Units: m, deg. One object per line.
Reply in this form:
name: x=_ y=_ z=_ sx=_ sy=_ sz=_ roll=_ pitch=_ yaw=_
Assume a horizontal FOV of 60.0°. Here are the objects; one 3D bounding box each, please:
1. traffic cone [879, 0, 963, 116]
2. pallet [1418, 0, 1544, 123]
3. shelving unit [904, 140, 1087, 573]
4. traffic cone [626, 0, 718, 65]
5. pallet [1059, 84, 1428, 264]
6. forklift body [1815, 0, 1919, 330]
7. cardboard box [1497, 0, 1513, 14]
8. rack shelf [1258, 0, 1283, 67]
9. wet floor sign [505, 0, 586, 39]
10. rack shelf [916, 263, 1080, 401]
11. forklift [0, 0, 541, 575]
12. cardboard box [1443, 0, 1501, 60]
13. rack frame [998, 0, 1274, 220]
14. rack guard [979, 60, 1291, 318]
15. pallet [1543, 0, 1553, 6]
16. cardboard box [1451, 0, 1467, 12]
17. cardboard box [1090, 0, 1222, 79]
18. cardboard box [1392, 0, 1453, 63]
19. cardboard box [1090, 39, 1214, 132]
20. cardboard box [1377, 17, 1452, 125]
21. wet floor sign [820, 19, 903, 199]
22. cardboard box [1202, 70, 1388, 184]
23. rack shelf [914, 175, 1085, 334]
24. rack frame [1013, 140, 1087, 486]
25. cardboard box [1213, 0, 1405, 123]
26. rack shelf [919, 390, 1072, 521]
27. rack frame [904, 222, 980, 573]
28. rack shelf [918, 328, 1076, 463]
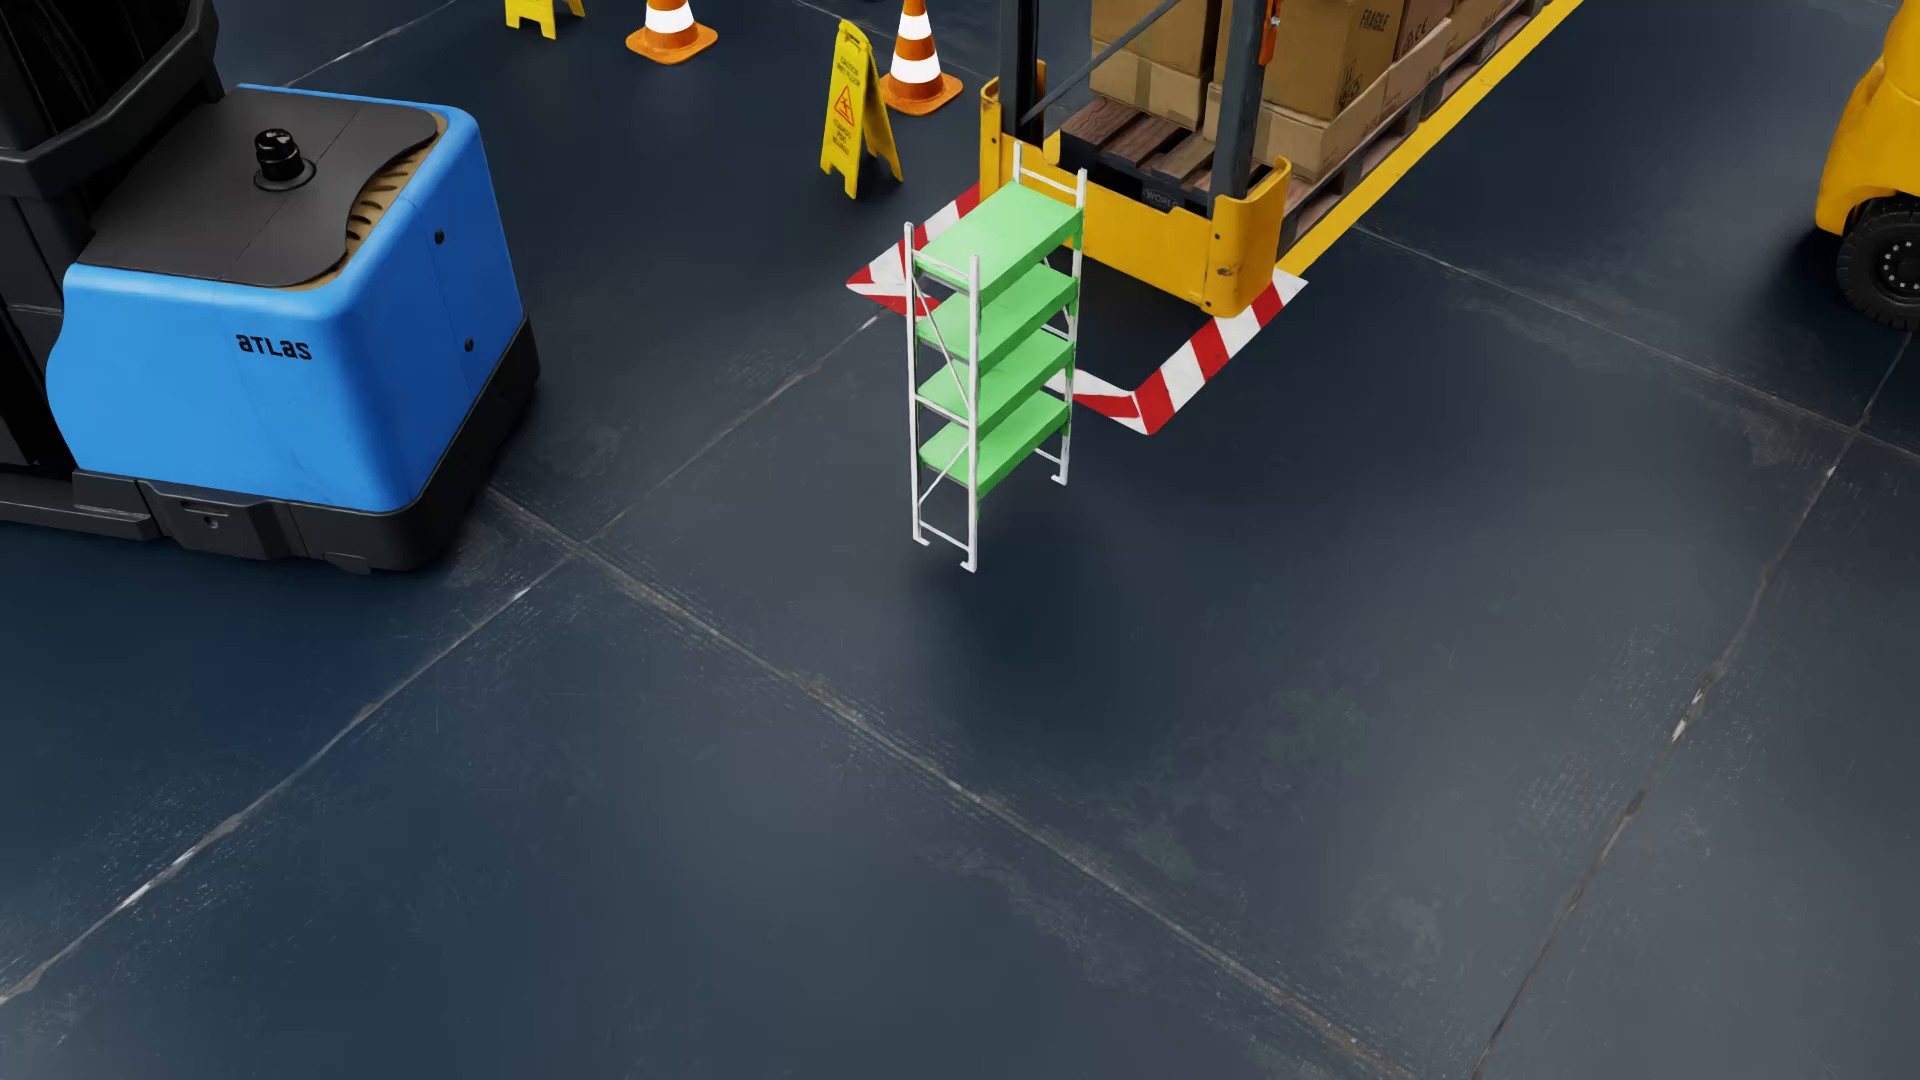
traffic cone: x=-0.187 y=-2.072 z=6.909 sx=0.336 sy=0.463 sz=0.334 roll=29 pitch=53 yaw=25
pallet: x=1.888 y=-2.357 z=7.355 sx=1.003 sy=0.211 sz=1.213 roll=29 pitch=53 yaw=25
shelving unit: x=0.101 y=-0.509 z=4.907 sx=0.258 sy=1.200 sz=0.503 roll=29 pitch=53 yaw=25
traffic cone: x=-1.274 y=-2.368 z=7.192 sx=0.336 sy=0.463 sz=0.334 roll=29 pitch=53 yaw=25
pallet: x=1.142 y=-1.662 z=6.691 sx=1.003 sy=0.211 sz=1.213 roll=29 pitch=53 yaw=25
forklift body: x=4.216 y=-1.538 z=5.232 sx=2.313 sy=2.155 sz=1.214 roll=29 pitch=53 yaw=25
cardboard box: x=2.235 y=-2.561 z=7.233 sx=0.500 sy=0.250 sz=0.500 roll=30 pitch=53 yaw=26
rack shelf: x=1.793 y=-3.028 z=6.566 sx=1.077 sy=0.370 sz=4.000 roll=29 pitch=53 yaw=25
wet floor sign: x=-1.859 y=-2.558 z=7.247 sx=0.267 sy=0.644 sz=0.232 roll=21 pitch=50 yaw=19
rack shelf: x=0.101 y=-0.631 z=4.779 sx=0.258 sy=0.148 sz=0.480 roll=29 pitch=53 yaw=25
forklift: x=-3.006 y=-1.438 z=4.596 sx=3.031 sy=2.935 sz=1.130 roll=8 pitch=47 yaw=8
cardboard box: x=1.924 y=-2.273 z=6.958 sx=0.500 sy=0.250 sz=0.500 roll=33 pitch=54 yaw=27
rack frame: x=0.571 y=-2.132 z=5.212 sx=1.000 sy=3.000 sz=0.127 roll=29 pitch=53 yaw=25
rack guard: x=0.617 y=-1.312 z=6.158 sx=1.175 sy=0.500 sz=0.348 roll=29 pitch=53 yaw=25
pallet: x=2.634 y=-3.058 z=8.025 sx=1.003 sy=0.211 sz=1.213 roll=29 pitch=53 yaw=25
cardboard box: x=1.926 y=-2.524 z=6.679 sx=0.500 sy=0.500 sz=0.500 roll=30 pitch=53 yaw=26
cardboard box: x=0.854 y=-2.160 z=6.332 sx=0.500 sy=0.500 sz=0.500 roll=30 pitch=53 yaw=25
cardboard box: x=1.613 y=-2.241 z=6.409 sx=0.500 sy=0.500 sz=0.500 roll=27 pitch=52 yaw=24
cardboard box: x=0.867 y=-1.923 z=6.623 sx=0.500 sy=0.250 sz=0.500 roll=29 pitch=53 yaw=25
cardboard box: x=1.601 y=-1.955 z=6.655 sx=0.500 sy=0.250 sz=0.500 roll=31 pitch=54 yaw=26
wet floor sign: x=-0.392 y=-1.683 z=6.412 sx=0.232 sy=0.644 sz=0.267 roll=-25 pitch=51 yaw=-22
cardboard box: x=1.283 y=-1.667 z=6.379 sx=0.500 sy=0.250 sz=0.500 roll=29 pitch=53 yaw=25
rack shelf: x=0.101 y=-0.797 z=4.606 sx=0.258 sy=0.148 sz=0.480 roll=29 pitch=53 yaw=25
rack frame: x=0.250 y=-0.649 z=5.040 sx=0.240 sy=1.200 sz=0.015 roll=29 pitch=53 yaw=25
cardboard box: x=1.297 y=-1.940 z=6.121 sx=0.500 sy=0.500 sz=0.500 roll=28 pitch=52 yaw=24
rack shelf: x=0.101 y=-0.299 z=5.126 sx=0.258 sy=0.148 sz=0.480 roll=29 pitch=53 yaw=25
rack frame: x=-0.048 y=-0.370 z=4.773 sx=0.240 sy=1.200 sz=0.015 roll=29 pitch=53 yaw=25
rack shelf: x=0.101 y=-0.465 z=4.953 sx=0.258 sy=0.148 sz=0.480 roll=29 pitch=53 yaw=25
